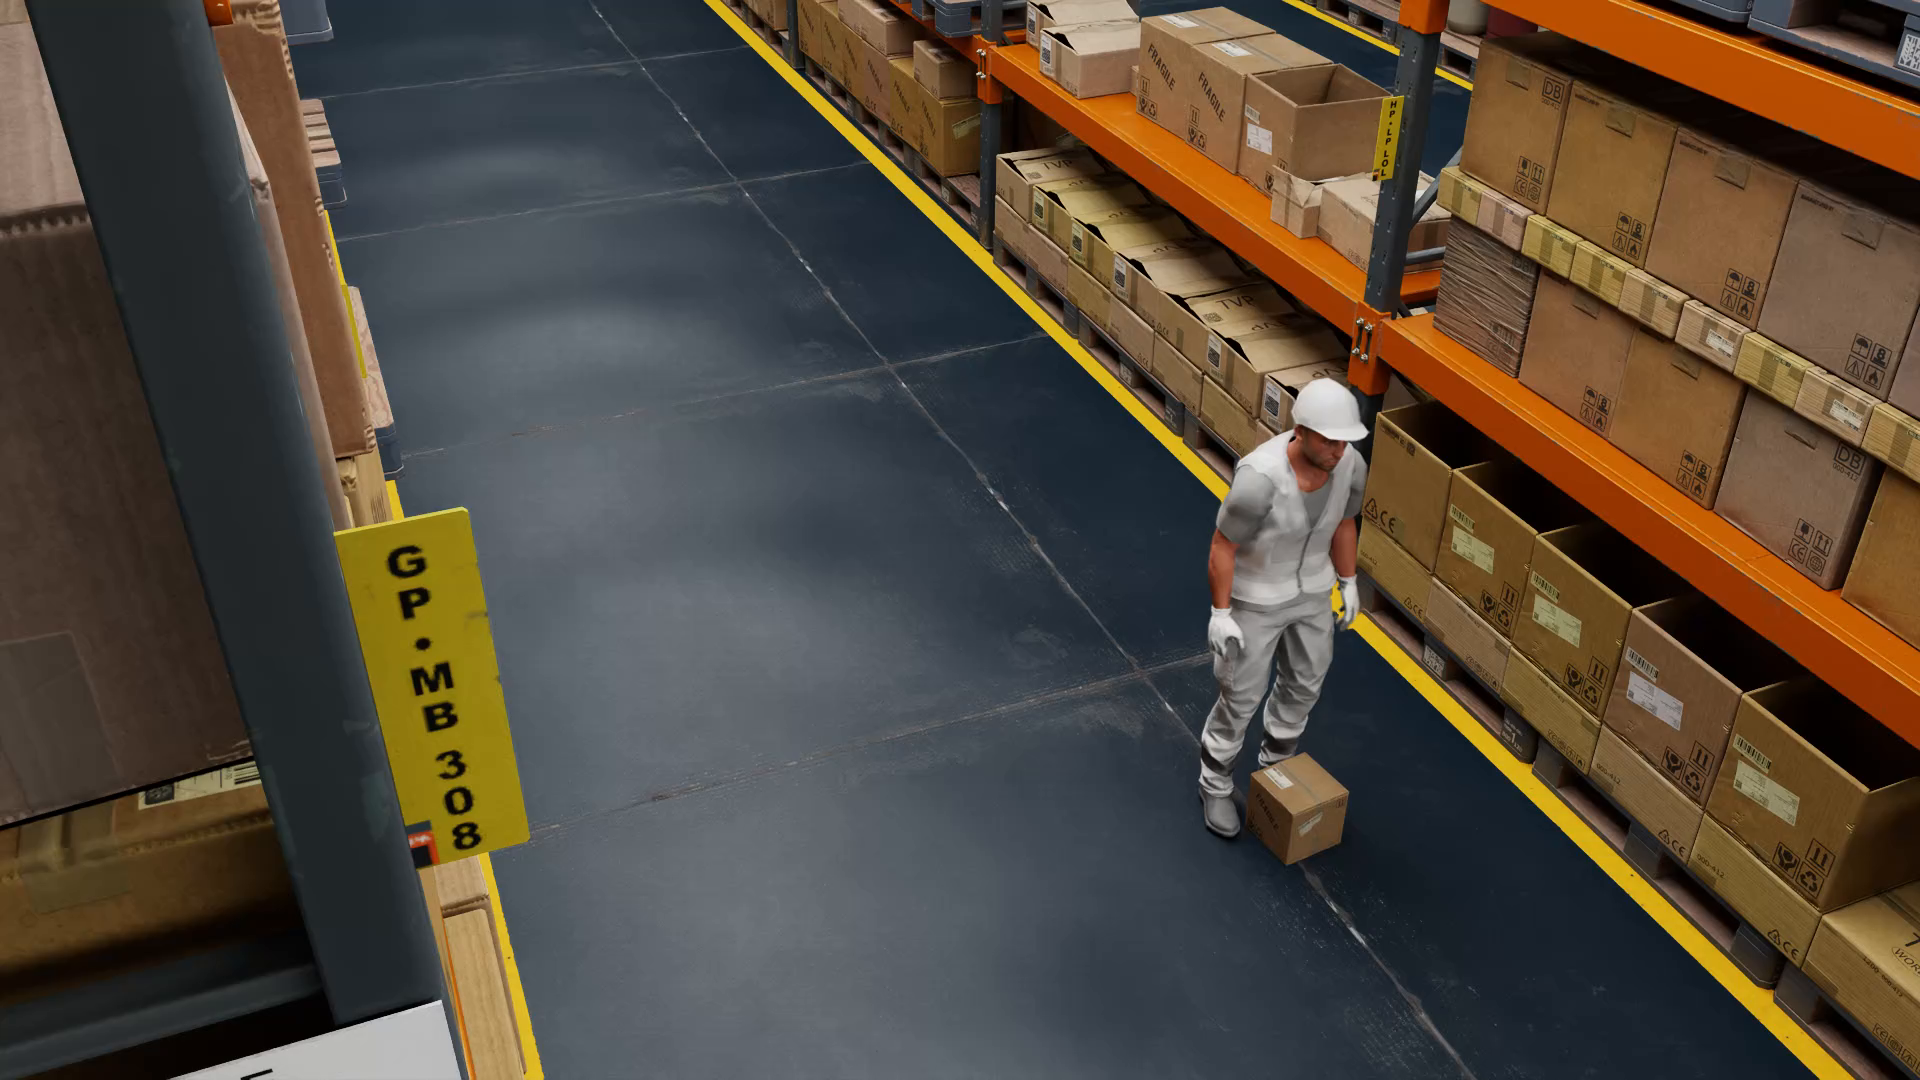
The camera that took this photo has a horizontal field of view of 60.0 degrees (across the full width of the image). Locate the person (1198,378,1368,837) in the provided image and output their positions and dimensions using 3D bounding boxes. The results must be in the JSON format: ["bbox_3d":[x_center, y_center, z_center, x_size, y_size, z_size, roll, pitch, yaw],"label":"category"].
[{"bbox_3d":[1.129,0.223,5.787,0.609,1.776,0.454,-13,35,-19],"label":"person"}]
